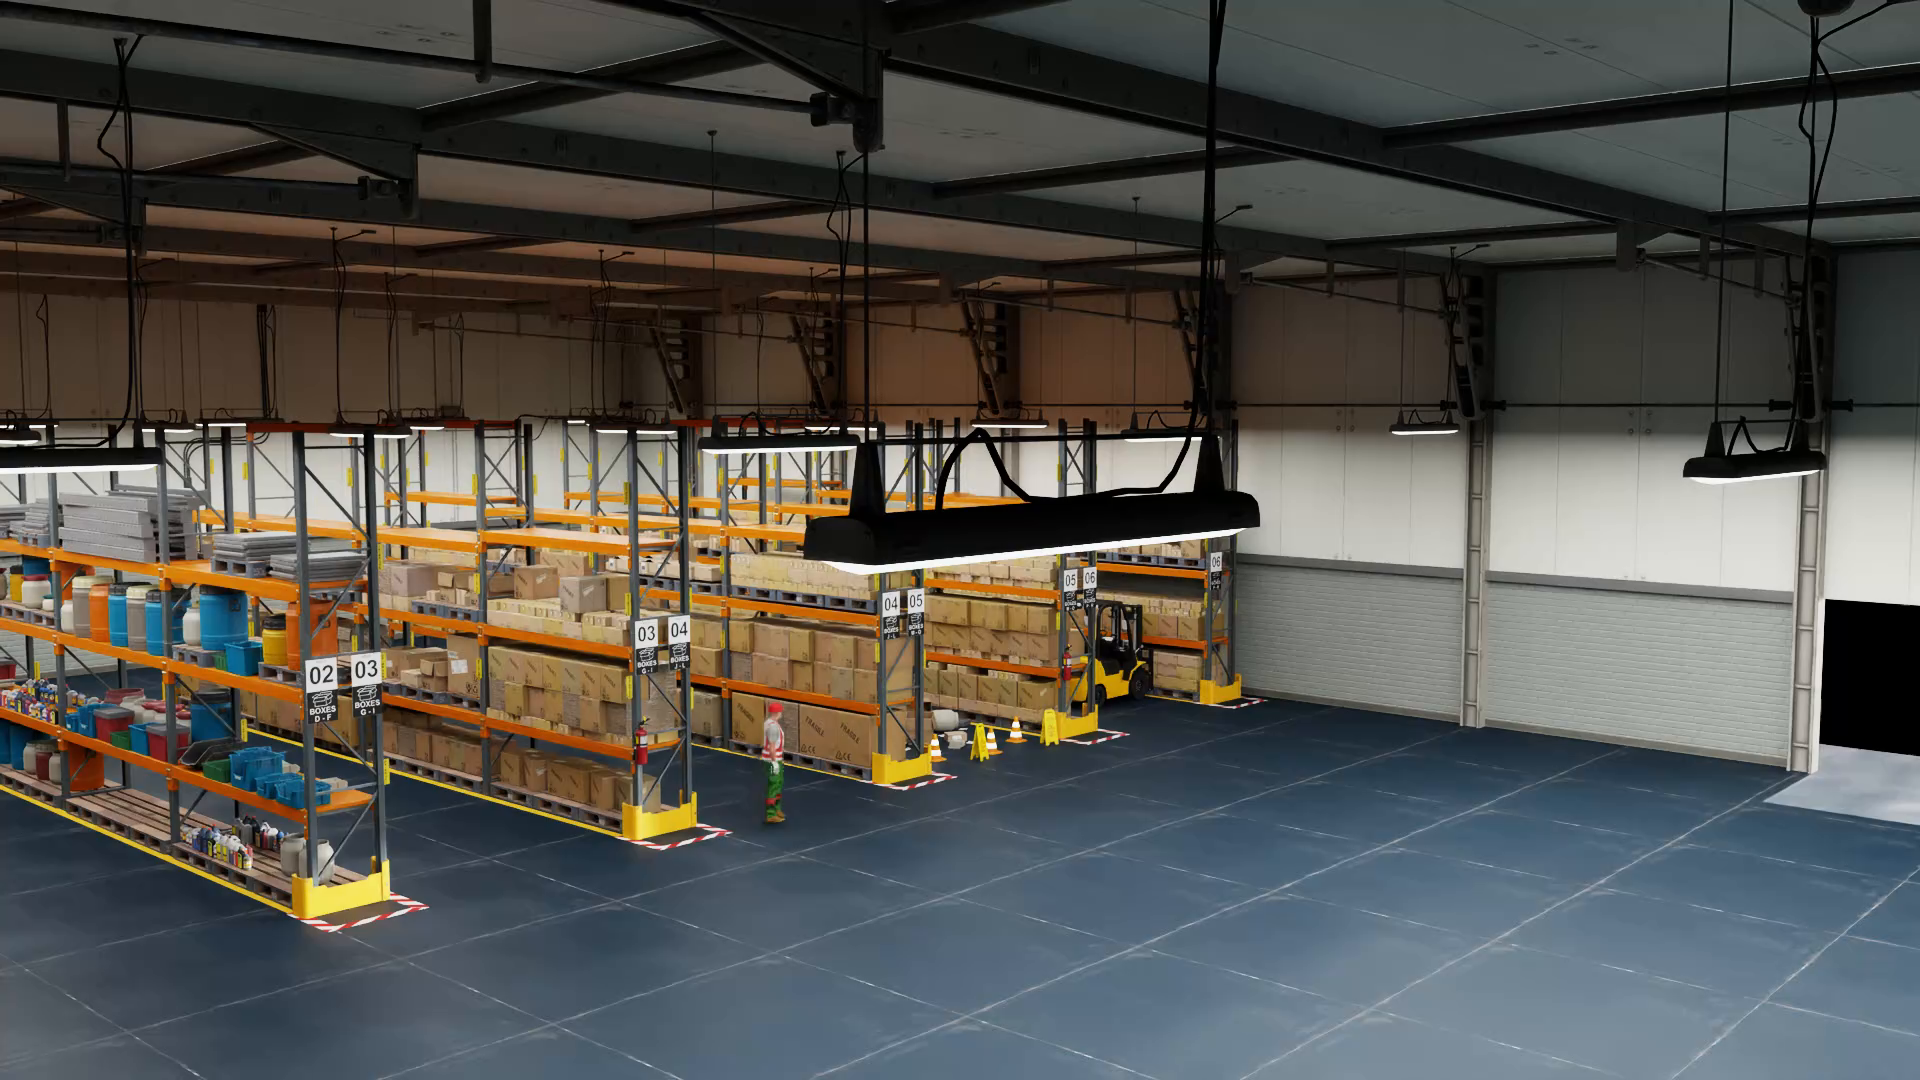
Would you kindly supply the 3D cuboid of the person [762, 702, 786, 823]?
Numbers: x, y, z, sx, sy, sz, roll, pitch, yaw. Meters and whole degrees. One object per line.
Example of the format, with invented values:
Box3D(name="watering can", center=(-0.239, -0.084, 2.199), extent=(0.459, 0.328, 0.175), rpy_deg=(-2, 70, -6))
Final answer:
Box3D(name="person", center=(-2.836, 3.364, 25.323), extent=(0.372, 1.798, 0.602), rpy_deg=(0, 5, -5))
